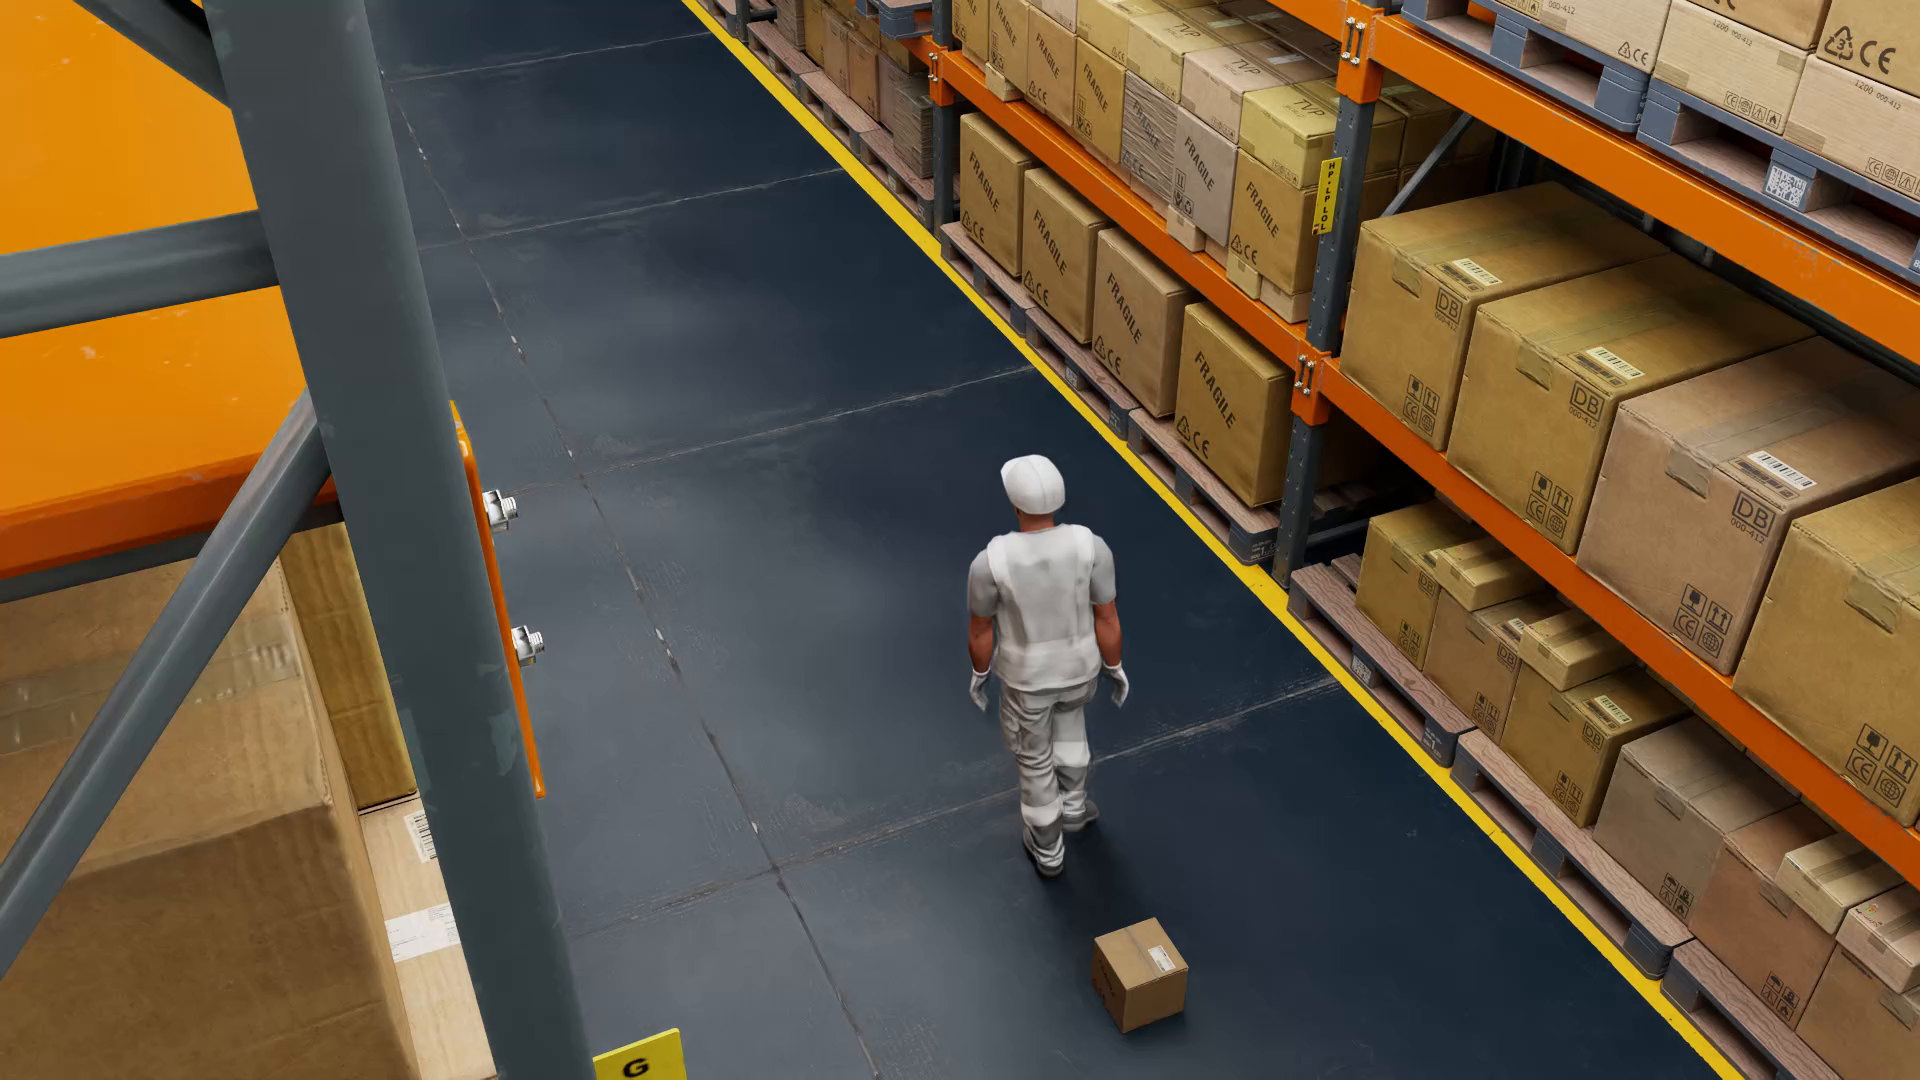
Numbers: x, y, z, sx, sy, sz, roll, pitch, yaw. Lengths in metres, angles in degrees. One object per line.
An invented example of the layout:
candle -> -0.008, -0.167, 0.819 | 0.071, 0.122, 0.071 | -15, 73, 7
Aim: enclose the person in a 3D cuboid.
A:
person -> 0.314, 0.474, 6.172 | 0.580, 1.768, 0.502 | -8, 38, -10
